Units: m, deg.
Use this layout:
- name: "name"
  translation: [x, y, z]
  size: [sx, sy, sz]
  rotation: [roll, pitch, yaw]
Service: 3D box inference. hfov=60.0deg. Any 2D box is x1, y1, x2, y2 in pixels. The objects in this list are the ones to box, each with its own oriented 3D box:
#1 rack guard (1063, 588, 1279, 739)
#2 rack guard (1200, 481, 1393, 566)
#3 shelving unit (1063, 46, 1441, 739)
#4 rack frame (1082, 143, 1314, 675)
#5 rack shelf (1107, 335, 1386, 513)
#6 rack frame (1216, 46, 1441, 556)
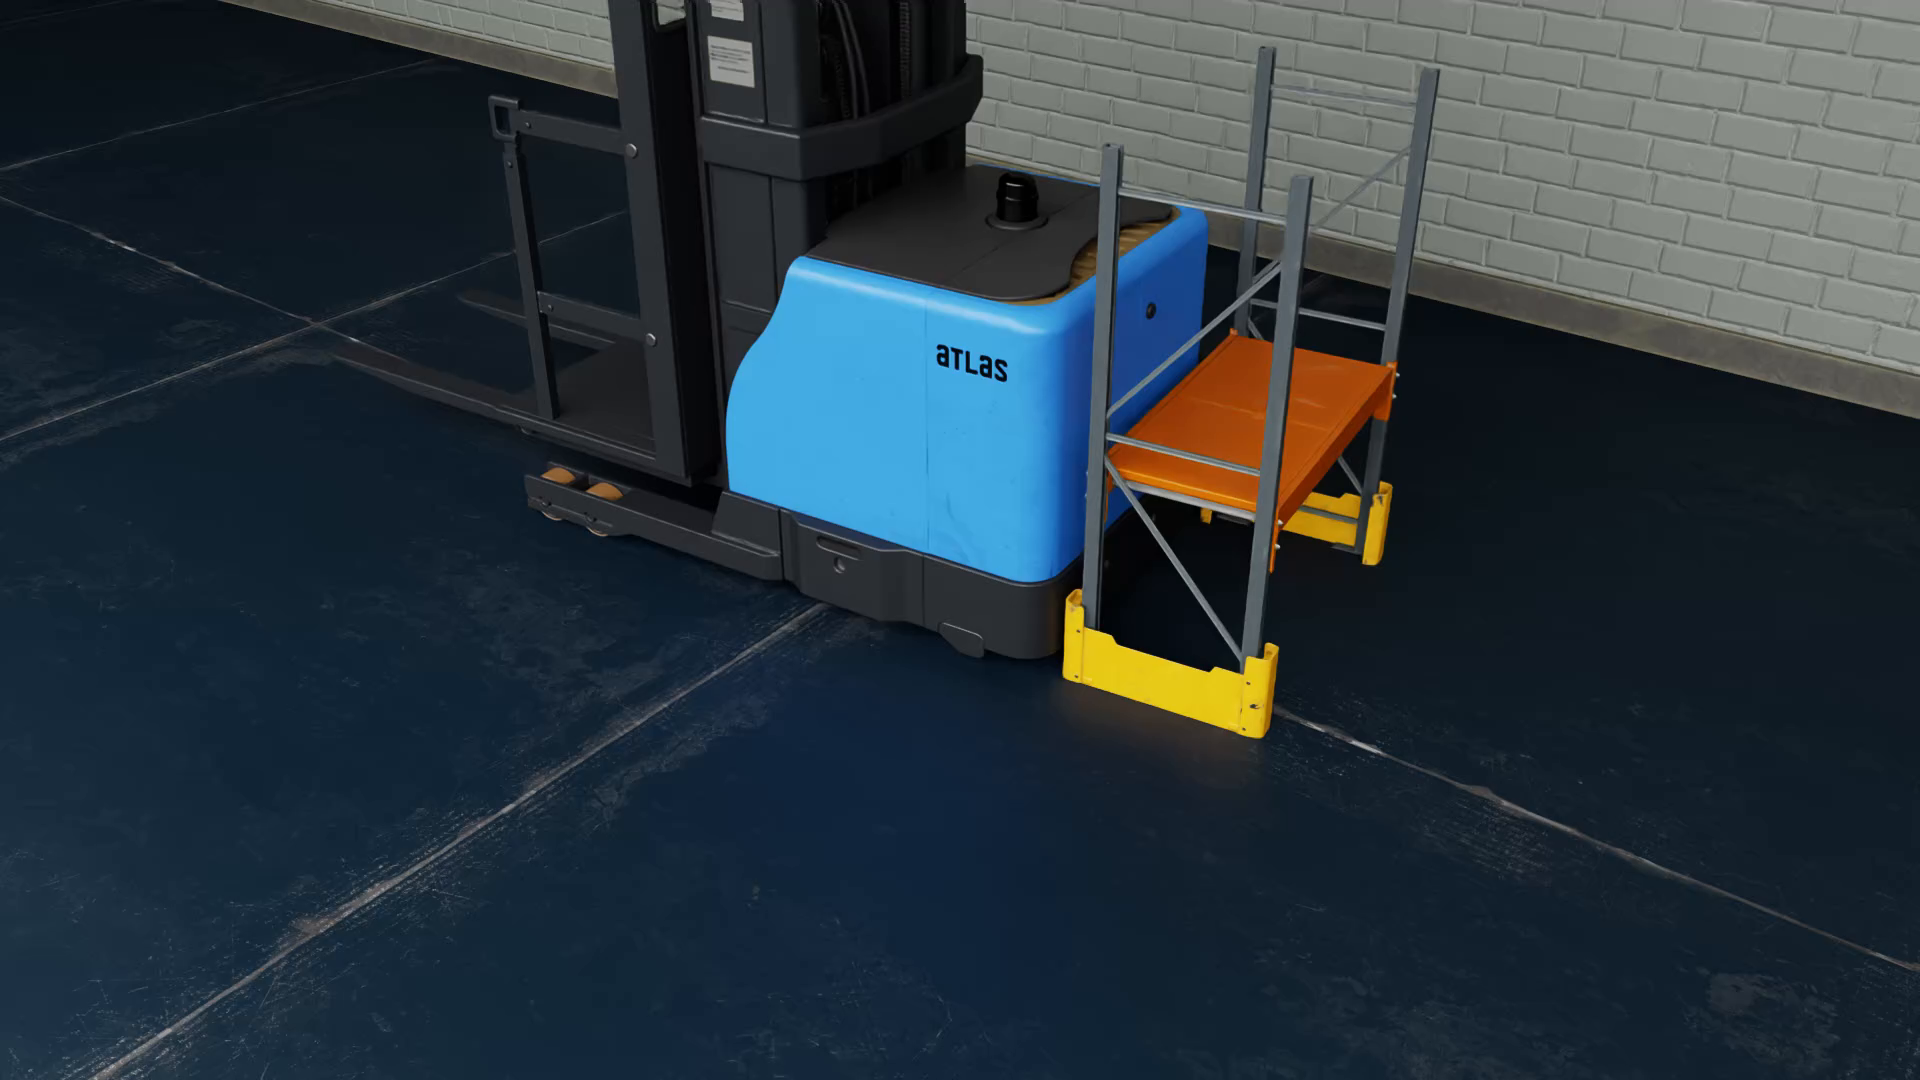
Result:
- name: "rack guard"
  translation: [0.554, 0.327, 4.453]
  size: [0.587, 0.250, 0.087]
  rotation: [16, 34, 25]
- name: "rack guard"
  translation: [1.043, -0.115, 5.200]
  size: [0.587, 0.250, 0.087]
  rotation: [16, 34, 25]
- name: "shelving unit"
  translation: [0.798, -0.432, 4.508]
  size: [0.587, 1.500, 1.083]
  rotation: [16, 34, 25]
- name: "rack frame"
  translation: [0.553, -0.210, 4.133]
  size: [0.500, 1.500, 0.032]
  rotation: [16, 34, 25]
- name: "rack shelf"
  translation: [0.803, -0.339, 4.572]
  size: [0.459, 0.026, 0.952]
  rotation: [16, 34, 25]
- name: "rack frame"
  translation: [1.052, -0.662, 4.896]
  size: [0.500, 1.500, 0.032]
  rotation: [16, 34, 25]
